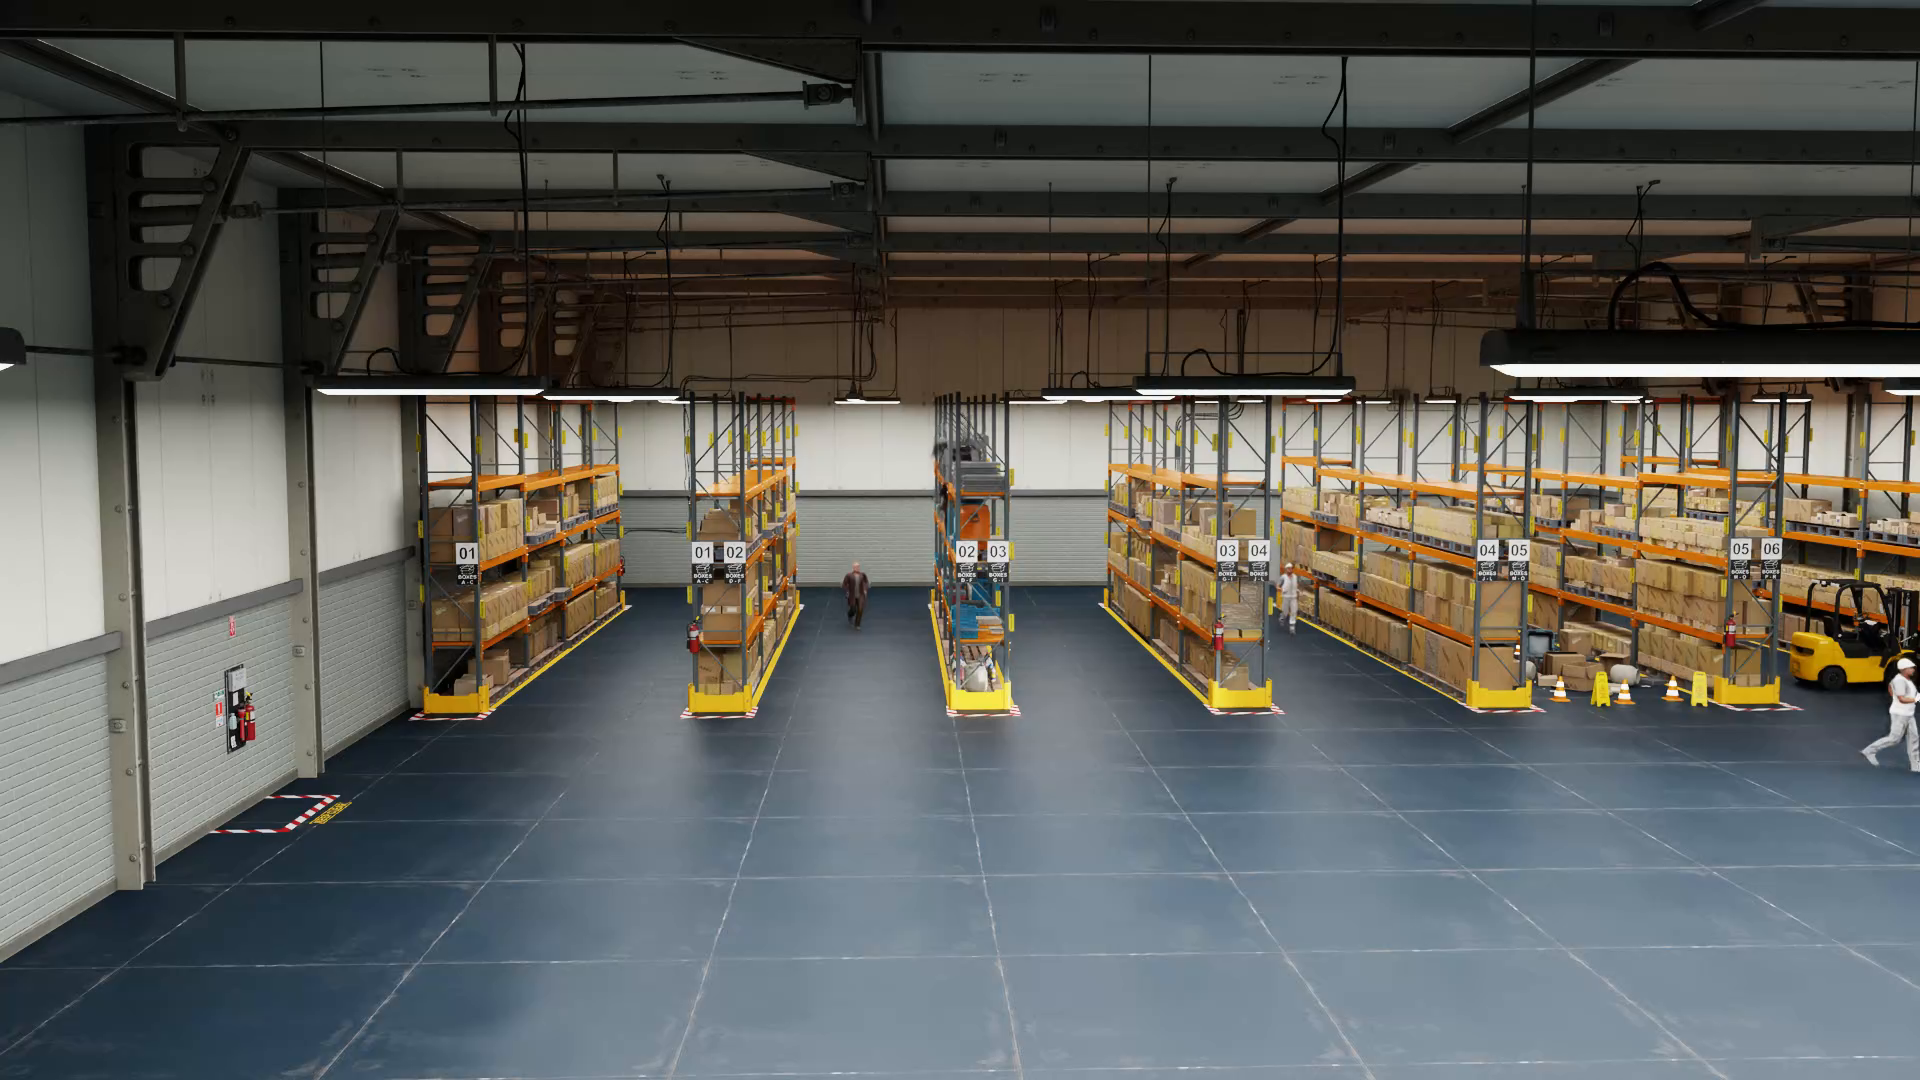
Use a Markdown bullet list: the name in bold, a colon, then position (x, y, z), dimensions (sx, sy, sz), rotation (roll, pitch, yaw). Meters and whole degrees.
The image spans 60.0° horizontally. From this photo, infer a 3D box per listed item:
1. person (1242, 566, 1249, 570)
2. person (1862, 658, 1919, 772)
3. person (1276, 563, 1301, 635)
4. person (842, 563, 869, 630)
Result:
- **person**: position (8.198, 1.056, 47.966), dimensions (0.624, 1.640, 0.859), rotation (4, 6, 44)
- **person**: position (14.683, 2.723, 25.973), dimensions (0.984, 1.765, 0.685), rotation (4, 6, 40)
- **person**: position (8.298, 1.471, 41.937), dimensions (0.656, 1.778, 0.940), rotation (-1, 5, -9)
- **person**: position (-2.684, 1.436, 42.805), dimensions (0.697, 1.733, 0.754), rotation (-1, 5, -15)
